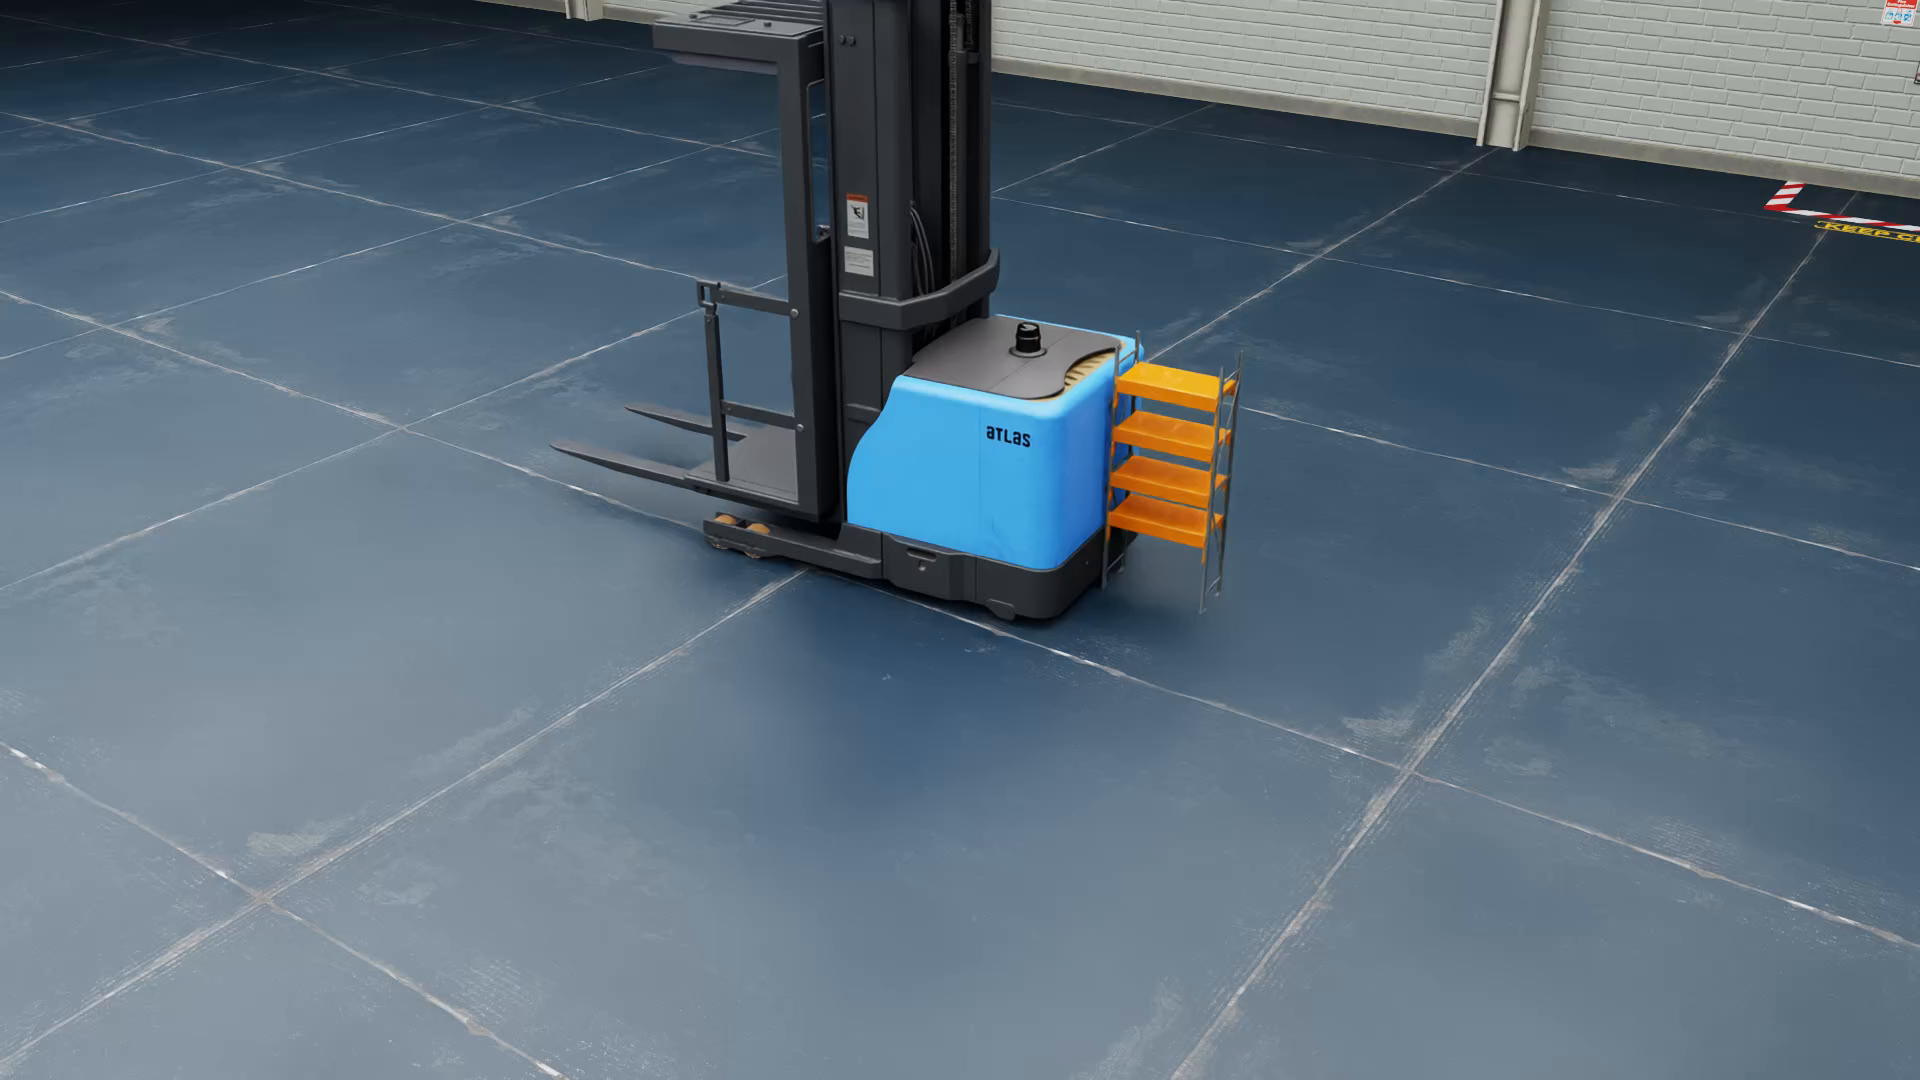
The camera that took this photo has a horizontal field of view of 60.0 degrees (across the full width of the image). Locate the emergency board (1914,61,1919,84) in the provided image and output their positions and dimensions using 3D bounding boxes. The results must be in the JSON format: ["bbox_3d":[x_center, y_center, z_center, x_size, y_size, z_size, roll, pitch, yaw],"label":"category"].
[{"bbox_3d":[7.981,-4.130,13.059,0.626,1.169,0.157,17,32,30],"label":"emergency board"}]

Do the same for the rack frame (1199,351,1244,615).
[{"bbox_3d":[1.160,-0.241,7.400,0.015,1.200,0.240,15,31,25],"label":"rack frame"}]

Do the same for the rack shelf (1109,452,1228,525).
[{"bbox_3d":[0.947,-0.238,7.535,0.480,0.148,0.258,15,31,25],"label":"rack shelf"}]

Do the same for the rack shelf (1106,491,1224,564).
[{"bbox_3d":[0.945,-0.061,7.626,0.480,0.148,0.258,15,31,25],"label":"rack shelf"}]

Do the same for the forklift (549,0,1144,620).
[{"bbox_3d":[-0.674,-1.412,7.792,3.031,2.935,1.130,14,30,25],"label":"forklift"}]

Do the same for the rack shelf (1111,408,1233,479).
[{"bbox_3d":[0.949,-0.436,7.433,0.480,0.148,0.258,15,31,25],"label":"rack shelf"}]

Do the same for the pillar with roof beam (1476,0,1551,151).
[{"bbox_3d":[2.610,-6.077,10.270,0.400,9.000,9.100,17,32,30],"label":"pillar with roof beam"}]

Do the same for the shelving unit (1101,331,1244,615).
[{"bbox_3d":[0.947,-0.297,7.505,0.503,1.200,0.258,15,31,25],"label":"shelving unit"}]

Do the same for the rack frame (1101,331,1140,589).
[{"bbox_3d":[0.735,-0.354,7.609,0.015,1.200,0.240,15,31,25],"label":"rack frame"}]

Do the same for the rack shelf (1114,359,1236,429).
[{"bbox_3d":[0.952,-0.647,7.324,0.480,0.148,0.258,15,31,25],"label":"rack shelf"}]

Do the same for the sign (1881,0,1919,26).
[{"bbox_3d":[7.580,-4.318,13.387,0.234,0.329,0.001,17,32,30],"label":"sign"}]

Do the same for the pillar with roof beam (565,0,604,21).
[{"bbox_3d":[-7.282,-9.159,16.325,0.400,9.000,9.100,17,32,30],"label":"pillar with roof beam"}]
